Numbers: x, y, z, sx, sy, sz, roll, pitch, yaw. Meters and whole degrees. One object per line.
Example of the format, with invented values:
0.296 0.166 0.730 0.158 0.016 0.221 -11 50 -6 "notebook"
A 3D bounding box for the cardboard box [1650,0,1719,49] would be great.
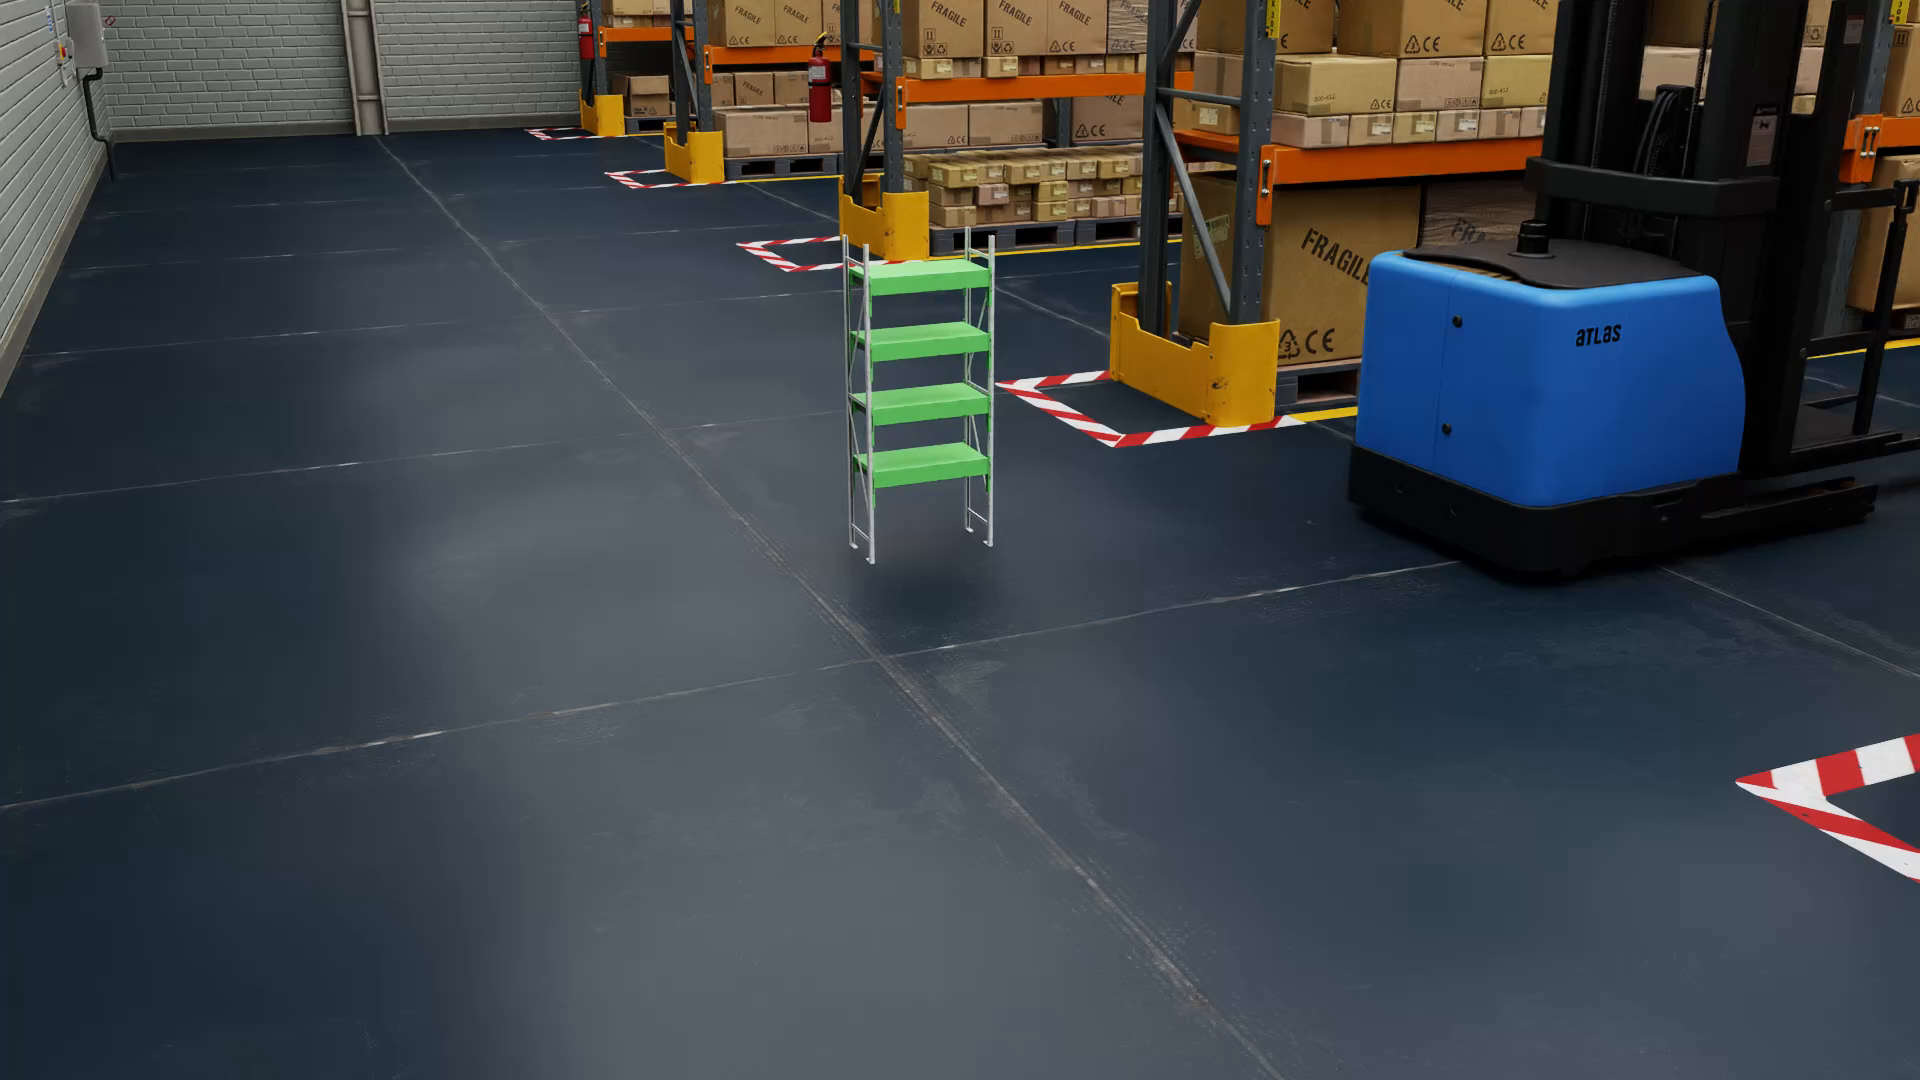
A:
4.096 -2.899 8.889 0.500 0.500 0.500 -8 21 -21 "cardboard box"

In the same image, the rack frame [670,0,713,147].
-2.724 -5.179 16.714 0.127 3.000 1.000 -8 21 -22 "rack frame"

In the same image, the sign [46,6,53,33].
-7.929 -4.535 14.477 0.001 0.218 0.327 -8 21 -22 "sign"

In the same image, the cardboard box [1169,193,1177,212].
1.561 -2.757 13.495 0.250 0.149 0.380 -8 21 -21 "cardboard box"

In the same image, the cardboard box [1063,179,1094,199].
0.860 -2.809 13.197 0.250 0.149 0.380 -9 21 -25 "cardboard box"

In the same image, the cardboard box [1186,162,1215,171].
1.853 -3.062 13.466 0.250 0.149 0.380 -9 21 -25 "cardboard box"

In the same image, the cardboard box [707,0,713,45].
-2.386 -5.370 17.106 0.500 0.500 0.500 -8 21 -22 "cardboard box"

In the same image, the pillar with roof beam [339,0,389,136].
-5.821 -8.129 16.060 0.400 9.000 9.100 -8 21 -22 "pillar with roof beam"

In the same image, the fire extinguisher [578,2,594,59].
-4.646 -6.319 20.631 0.183 0.674 0.296 -8 21 -22 "fire extinguisher"

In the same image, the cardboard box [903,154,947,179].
-0.285 -2.963 13.186 0.250 0.149 0.380 -8 21 -21 "cardboard box"

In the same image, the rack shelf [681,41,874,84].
-0.888 -5.102 17.580 4.000 0.370 1.077 -8 21 -22 "rack shelf"

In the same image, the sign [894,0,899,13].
-0.455 -3.925 11.851 0.005 0.325 0.100 -8 21 -22 "sign"

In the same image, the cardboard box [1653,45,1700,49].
4.098 -2.545 9.013 0.500 0.250 0.500 -7 21 -20 "cardboard box"

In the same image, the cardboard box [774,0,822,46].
-1.716 -5.277 16.841 0.500 0.500 0.500 -8 21 -23 "cardboard box"

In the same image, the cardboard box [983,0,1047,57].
0.332 -3.923 12.549 0.500 0.500 0.500 -8 21 -22 "cardboard box"

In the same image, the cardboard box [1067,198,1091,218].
0.845 -2.664 13.232 0.250 0.149 0.380 -8 21 -22 "cardboard box"

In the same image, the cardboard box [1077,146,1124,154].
1.159 -3.163 13.753 0.250 0.149 0.380 -8 21 -22 "cardboard box"

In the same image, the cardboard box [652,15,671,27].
-3.840 -6.626 21.201 0.250 0.149 0.380 -8 21 -23 "cardboard box"

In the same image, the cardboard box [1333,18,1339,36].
3.288 -4.401 14.250 0.250 0.149 0.380 -9 21 -23 "cardboard box"

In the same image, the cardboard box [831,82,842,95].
-1.721 -6.133 22.840 0.500 0.311 0.500 -7 21 -20 "cardboard box"

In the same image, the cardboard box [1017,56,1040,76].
0.426 -3.648 12.744 0.250 0.149 0.380 -7 21 -19 "cardboard box"

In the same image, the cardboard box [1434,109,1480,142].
2.367 -2.087 8.311 0.250 0.149 0.380 -8 21 -23 "cardboard box"

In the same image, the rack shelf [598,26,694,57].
-2.857 -6.616 21.878 4.000 0.370 1.077 -8 21 -22 "rack shelf"

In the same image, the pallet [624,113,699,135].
-3.892 -5.492 21.801 1.213 0.211 1.003 -8 21 -22 "pallet"

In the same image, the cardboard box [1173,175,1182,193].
1.607 -2.912 13.489 0.250 0.149 0.380 -9 21 -24 "cardboard box"

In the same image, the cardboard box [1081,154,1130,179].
1.146 -2.961 13.179 0.250 0.149 0.380 -8 21 -21 "cardboard box"

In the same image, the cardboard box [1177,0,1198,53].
1.736 -4.113 13.090 0.500 0.500 0.500 -8 21 -22 "cardboard box"

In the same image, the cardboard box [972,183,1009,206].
0.186 -2.686 12.845 0.250 0.149 0.380 -8 21 -22 "cardboard box"

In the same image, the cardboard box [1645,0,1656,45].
3.878 -3.059 9.341 0.500 0.500 0.500 -8 21 -22 "cardboard box"

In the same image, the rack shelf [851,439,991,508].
-0.152 -0.258 6.362 0.480 0.148 0.258 -8 21 -22 "rack shelf"

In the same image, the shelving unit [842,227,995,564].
-0.152 -0.544 6.261 0.503 1.200 0.258 -8 21 -22 "shelving unit"

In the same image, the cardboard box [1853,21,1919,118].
5.396 -2.714 9.564 0.500 0.500 0.500 -8 21 -22 "cardboard box"

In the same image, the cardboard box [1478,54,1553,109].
2.686 -2.342 8.436 0.500 0.250 0.500 -9 21 -24 "cardboard box"

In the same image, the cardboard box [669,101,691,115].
-3.689 -5.641 21.686 0.250 0.149 0.380 -9 21 -24 "cardboard box"

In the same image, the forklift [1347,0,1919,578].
3.130 -1.570 6.568 3.031 2.935 1.130 -10 22 -25 "forklift"

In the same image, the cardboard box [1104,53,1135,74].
1.169 -3.727 12.970 0.250 0.149 0.380 -7 21 -20 "cardboard box"

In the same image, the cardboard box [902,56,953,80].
-0.243 -3.507 12.343 0.250 0.149 0.380 -8 21 -22 "cardboard box"

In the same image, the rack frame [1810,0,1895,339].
4.874 -2.683 9.625 0.127 3.000 1.000 -8 21 -22 "rack frame"

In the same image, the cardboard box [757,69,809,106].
-2.341 -6.000 22.177 0.500 0.500 0.700 -9 21 -24 "cardboard box"

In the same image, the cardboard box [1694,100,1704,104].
3.779 -2.289 8.884 0.250 0.149 0.380 -8 21 -21 "cardboard box"

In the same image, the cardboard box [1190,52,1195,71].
1.886 -3.826 13.250 0.250 0.149 0.380 -9 21 -24 "cardboard box"

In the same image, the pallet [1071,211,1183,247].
1.278 -2.633 13.681 1.213 0.211 1.003 -8 21 -22 "pallet"

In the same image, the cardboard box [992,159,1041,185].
0.433 -2.849 12.861 0.250 0.149 0.380 -8 21 -22 "cardboard box"

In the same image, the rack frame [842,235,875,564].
-0.376 -0.512 6.170 0.015 1.200 0.240 -8 21 -22 "rack frame"

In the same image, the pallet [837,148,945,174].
-0.902 -4.152 17.995 1.213 0.211 1.003 -8 21 -22 "pallet"

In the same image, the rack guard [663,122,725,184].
-2.746 -3.997 17.120 0.348 0.500 1.175 -8 21 -22 "rack guard"

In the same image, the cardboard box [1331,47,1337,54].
2.007 -2.437 8.706 0.500 0.250 0.500 -9 21 -23 "cardboard box"

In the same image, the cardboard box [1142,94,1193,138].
2.313 -5.128 19.136 0.875 0.875 0.875 -8 21 -20 "cardboard box"

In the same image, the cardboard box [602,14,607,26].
-4.496 -6.699 21.409 0.250 0.149 0.380 -8 21 -23 "cardboard box"

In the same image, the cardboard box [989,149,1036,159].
0.419 -3.066 13.479 0.250 0.149 0.380 -9 21 -24 "cardboard box"

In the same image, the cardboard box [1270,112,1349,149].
1.658 -1.984 8.019 0.250 0.149 0.380 -8 21 -21 "cardboard box"

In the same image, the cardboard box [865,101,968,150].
-0.492 -4.527 18.087 0.875 0.438 0.875 -9 21 -24 "cardboard box"

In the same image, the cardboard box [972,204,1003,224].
0.145 -2.567 12.955 0.250 0.149 0.380 -8 21 -22 "cardboard box"

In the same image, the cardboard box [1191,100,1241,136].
1.398 -2.185 8.591 0.250 0.149 0.380 -8 21 -21 "cardboard box"
